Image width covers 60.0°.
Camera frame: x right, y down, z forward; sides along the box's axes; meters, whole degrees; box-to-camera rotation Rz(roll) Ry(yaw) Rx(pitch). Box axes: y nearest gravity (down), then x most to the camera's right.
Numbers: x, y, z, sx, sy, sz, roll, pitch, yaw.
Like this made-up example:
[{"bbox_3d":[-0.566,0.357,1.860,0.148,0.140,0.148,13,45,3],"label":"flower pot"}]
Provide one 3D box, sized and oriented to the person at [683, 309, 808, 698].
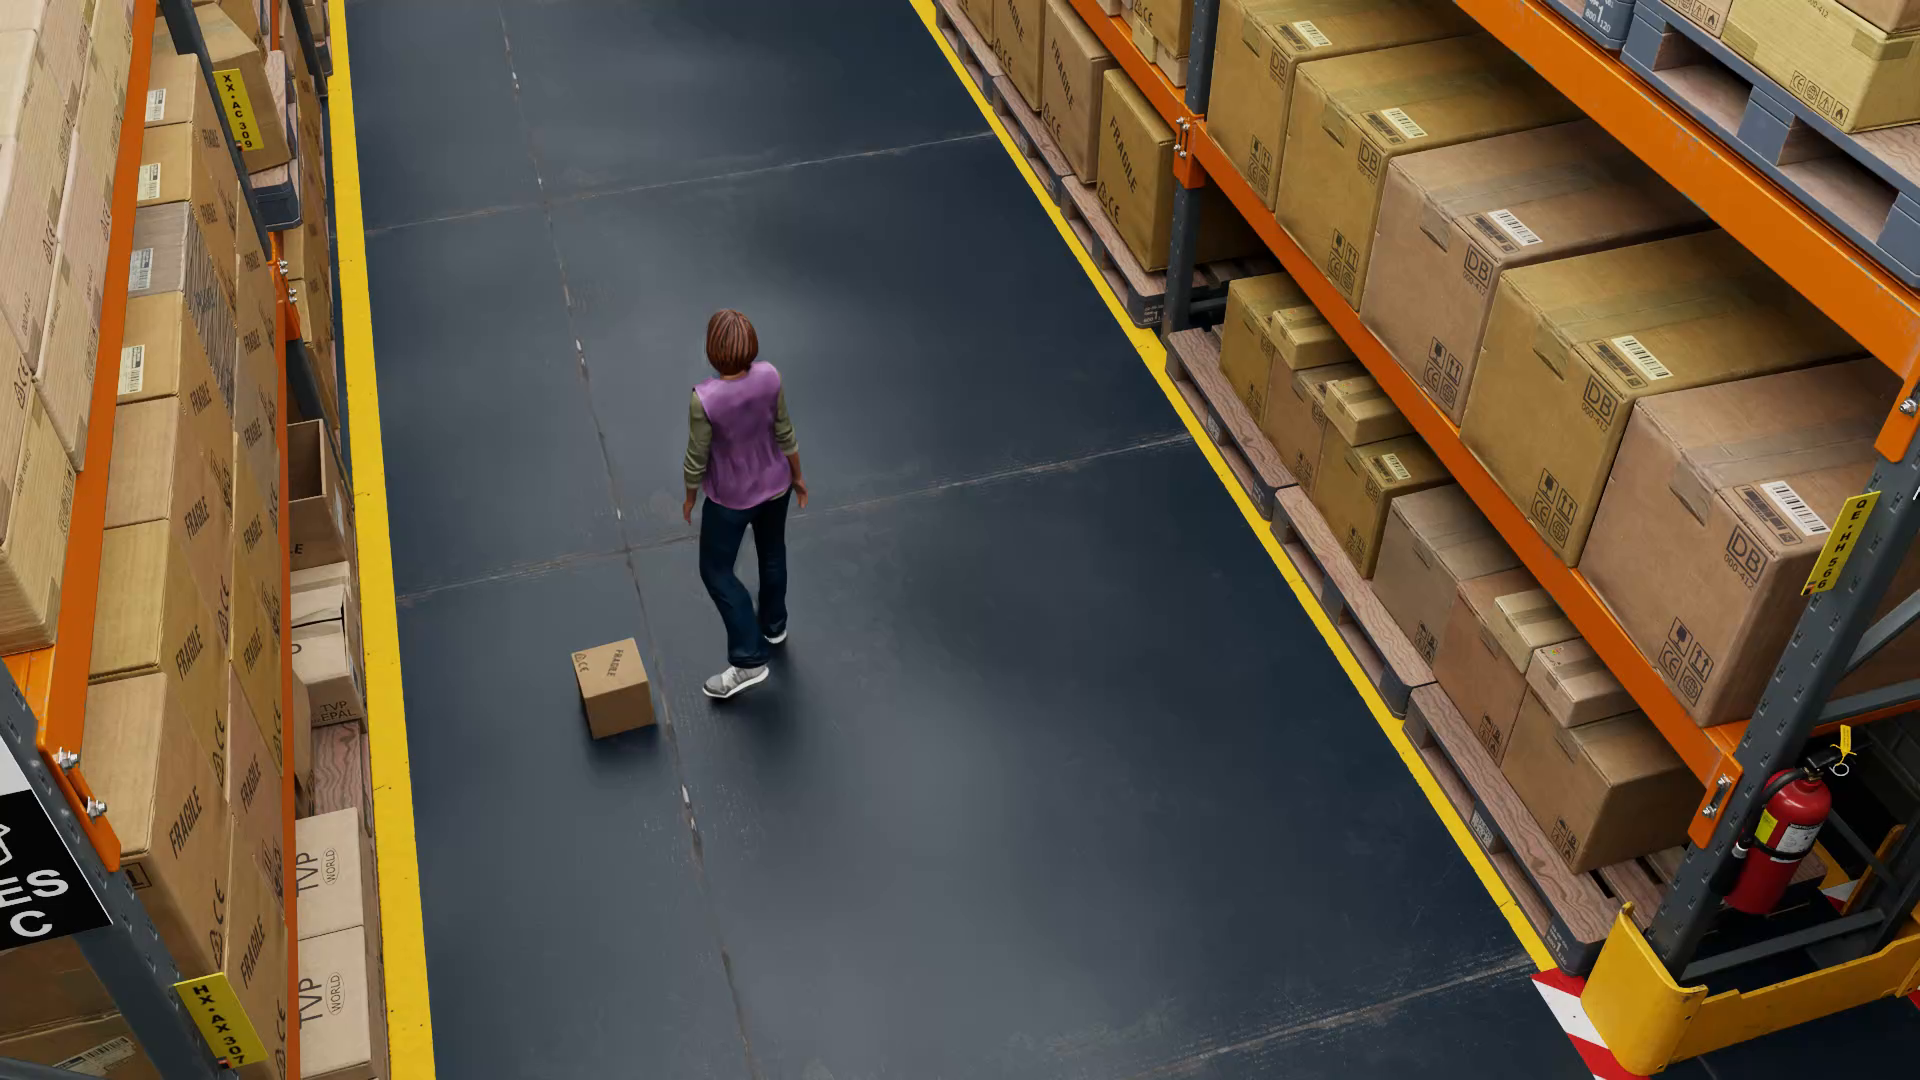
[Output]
[{"bbox_3d":[-0.851,-0.124,6.302,0.602,1.587,0.467,-29,50,-27],"label":"person"}]
